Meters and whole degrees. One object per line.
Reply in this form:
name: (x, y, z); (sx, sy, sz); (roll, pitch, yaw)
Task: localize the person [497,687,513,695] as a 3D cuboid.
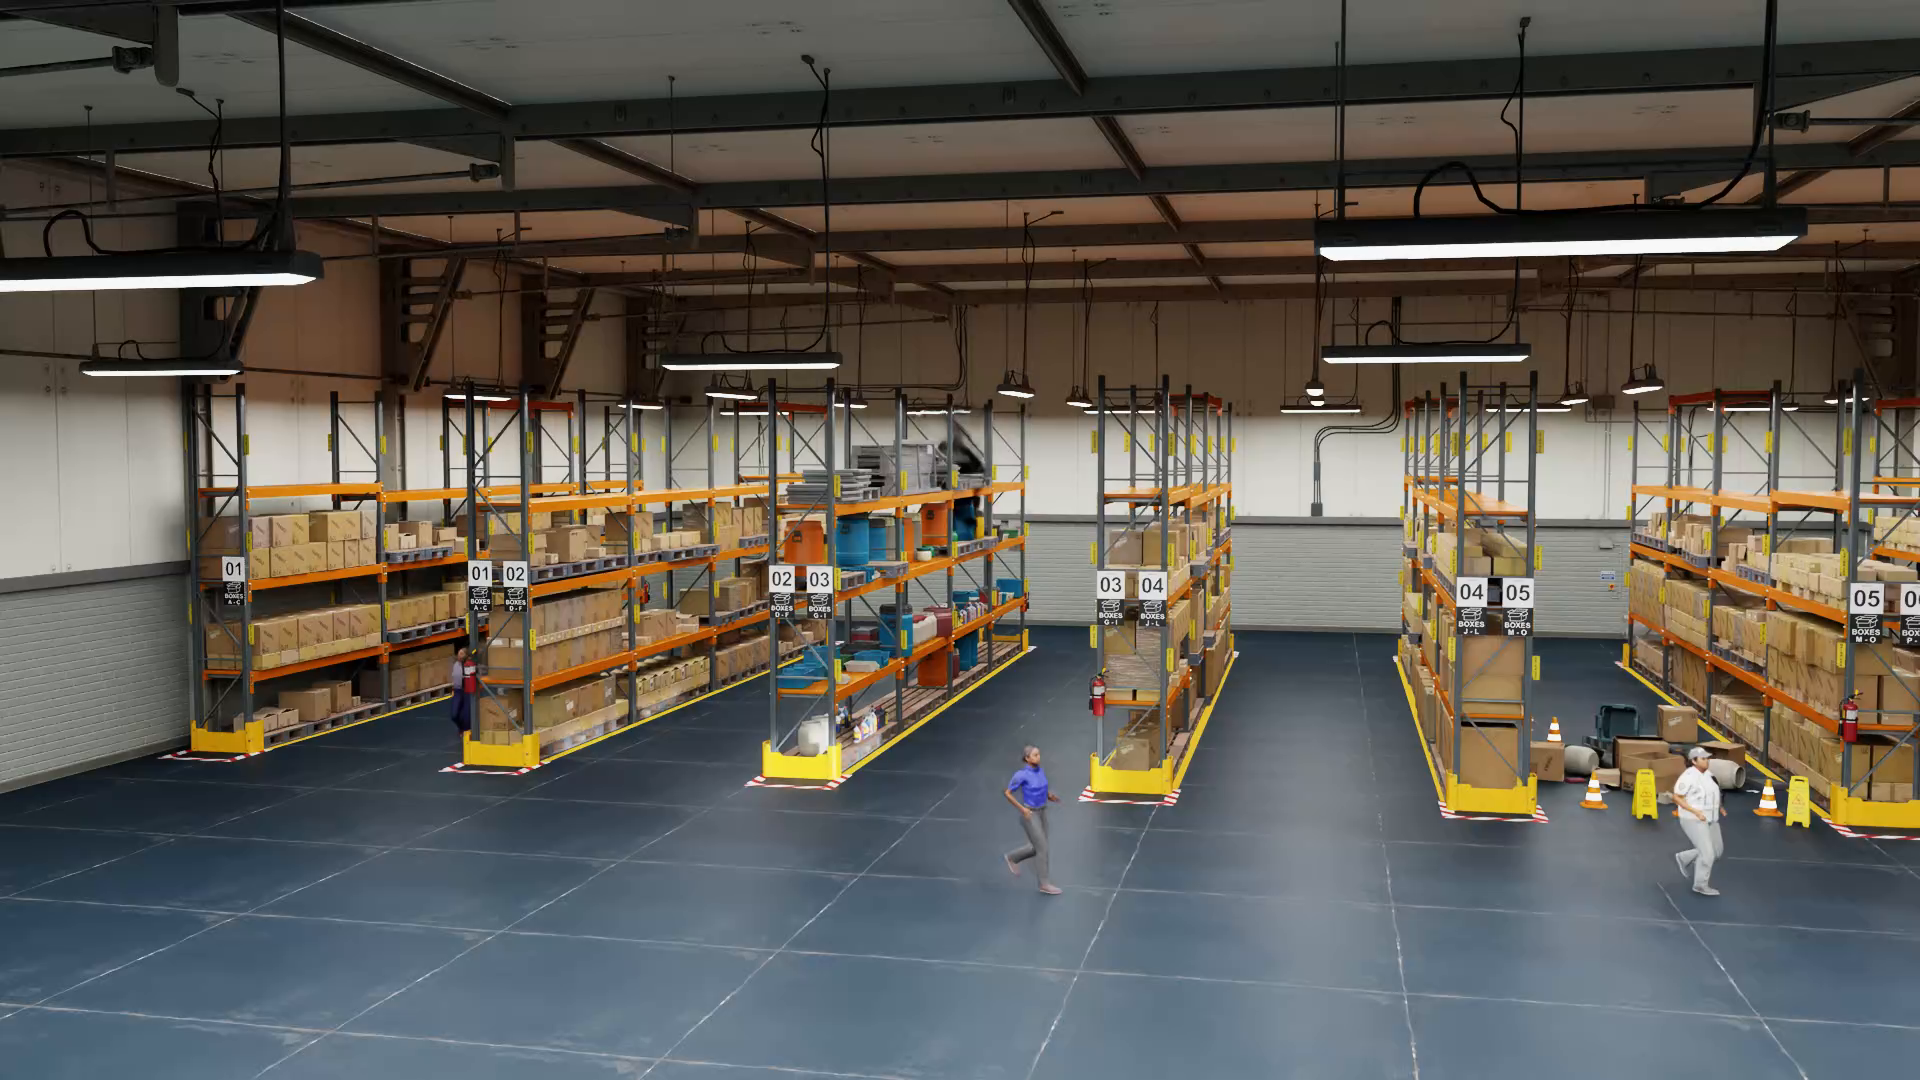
person: (-8.290, 2.420, 30.534); (0.575, 1.645, 0.914); (0, 3, 8)

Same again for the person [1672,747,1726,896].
person: (8.253, 3.125, 18.648); (0.609, 1.617, 0.629); (-2, 4, -31)

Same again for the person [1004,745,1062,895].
person: (0.797, 3.115, 18.686); (0.841, 1.623, 0.588); (3, 4, 38)

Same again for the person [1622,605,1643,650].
person: (15.691, 1.940, 38.797); (0.543, 1.693, 0.775); (3, 4, 39)

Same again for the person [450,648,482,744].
person: (-8.295, 2.616, 27.827); (0.592, 1.604, 0.561); (1, 3, 13)
